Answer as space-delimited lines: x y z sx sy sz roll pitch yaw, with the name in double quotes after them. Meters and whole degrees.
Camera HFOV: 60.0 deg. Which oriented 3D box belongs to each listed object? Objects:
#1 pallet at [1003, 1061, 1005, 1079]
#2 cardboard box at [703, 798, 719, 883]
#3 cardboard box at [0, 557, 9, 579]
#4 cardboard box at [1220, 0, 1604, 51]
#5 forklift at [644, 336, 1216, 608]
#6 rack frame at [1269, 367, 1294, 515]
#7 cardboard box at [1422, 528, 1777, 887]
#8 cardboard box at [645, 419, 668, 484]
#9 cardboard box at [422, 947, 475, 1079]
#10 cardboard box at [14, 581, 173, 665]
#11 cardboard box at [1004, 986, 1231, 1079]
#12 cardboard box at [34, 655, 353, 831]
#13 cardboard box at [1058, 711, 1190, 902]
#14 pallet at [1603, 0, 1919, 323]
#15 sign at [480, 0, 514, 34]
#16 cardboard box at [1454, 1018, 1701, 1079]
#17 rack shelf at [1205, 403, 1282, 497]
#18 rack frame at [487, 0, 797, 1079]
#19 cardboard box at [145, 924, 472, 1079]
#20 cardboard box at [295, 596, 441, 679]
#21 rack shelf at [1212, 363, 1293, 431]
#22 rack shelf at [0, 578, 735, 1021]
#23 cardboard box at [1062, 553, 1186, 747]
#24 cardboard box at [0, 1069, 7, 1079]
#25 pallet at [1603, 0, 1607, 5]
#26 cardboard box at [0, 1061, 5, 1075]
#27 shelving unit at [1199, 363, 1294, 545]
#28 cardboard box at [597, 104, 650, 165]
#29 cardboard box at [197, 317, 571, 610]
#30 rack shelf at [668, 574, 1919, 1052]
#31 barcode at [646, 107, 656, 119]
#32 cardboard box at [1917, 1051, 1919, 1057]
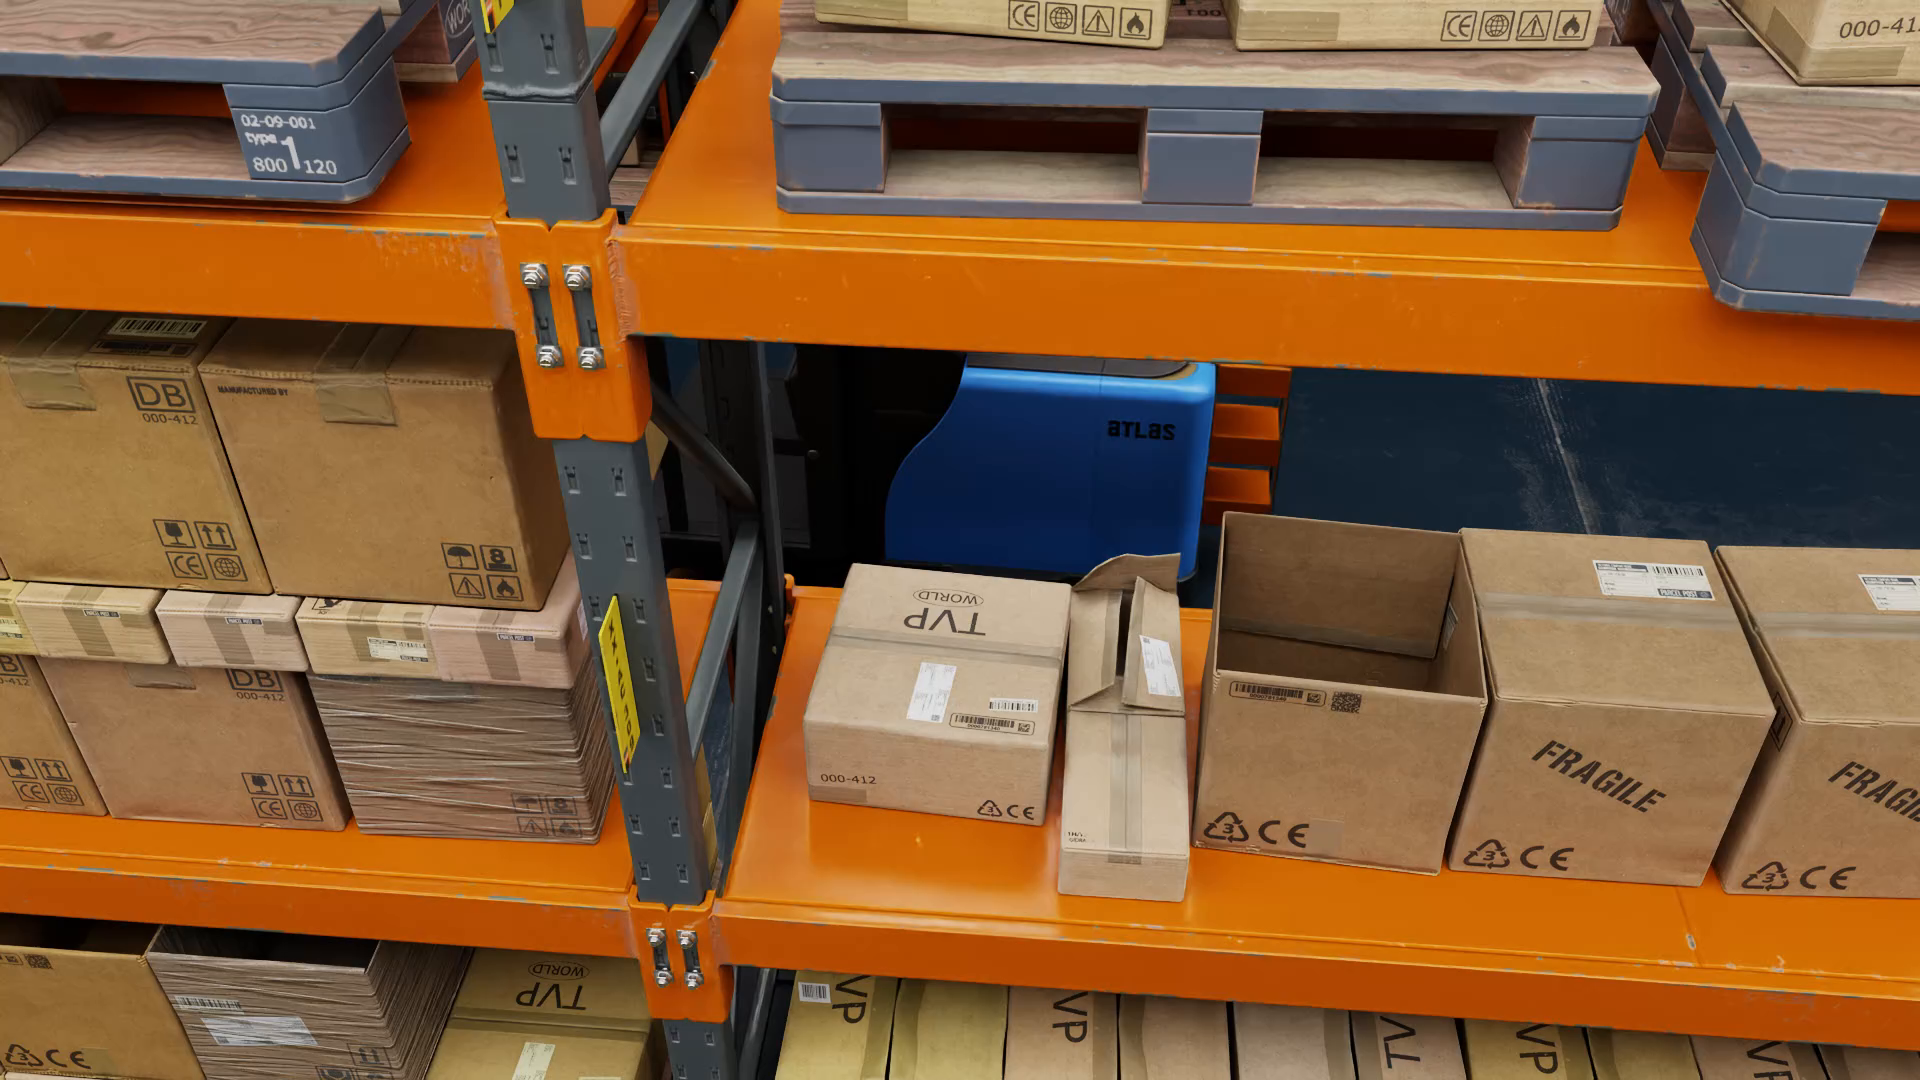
0.208 1.363 4.408 1.213 0.211 1.003 3 39 4 "pallet"
-0.965 0.953 4.548 0.500 0.250 0.500 3 39 4 "cardboard box"
-1.975 -0.351 3.198 0.500 0.500 0.700 3 39 4 "cardboard box"
0.631 -0.935 2.432 0.500 0.250 0.500 0 39 -1 "cardboard box"
-0.642 -1.186 5.385 3.031 2.935 1.130 4 39 5 "forklift"
1.112 -0.324 5.816 0.008 1.050 0.200 4 39 5 "rack frame"
1.258 0.335 3.383 0.500 0.500 0.500 3 39 4 "cardboard box"
-0.781 -0.161 3.479 0.250 0.149 0.380 3 39 4 "cardboard box"
-1.508 1.248 4.186 0.500 0.250 0.500 3 39 4 "cardboard box"
-1.588 0.054 3.214 0.250 0.149 0.380 3 39 4 "cardboard box"
0.359 1.162 3.848 0.500 0.311 0.500 3 39 3 "cardboard box"
-1.498 0.182 3.571 0.500 0.500 0.700 3 39 3 "cardboard box"
0.336 0.540 3.409 0.250 0.149 0.380 3 39 4 "cardboard box"
1.657 -0.646 2.441 1.213 0.211 1.003 5 39 6 "pallet"
-0.576 -0.780 1.983 0.005 0.325 0.100 3 39 4 "sign"
1.392 1.214 3.784 0.500 0.311 0.500 4 39 5 "cardboard box"
0.991 -0.325 5.834 0.240 0.259 0.215 4 39 5 "rack shelf"
-0.530 0.266 3.547 0.127 3.000 1.000 3 39 4 "rack frame"
-1.508 0.956 3.951 0.500 0.500 0.500 3 39 4 "cardboard box"
-1.065 0.081 3.182 0.250 0.149 0.380 2 39 3 "cardboard box"
0.991 -0.545 5.655 0.240 0.259 0.215 4 39 5 "rack shelf"
-2.522 0.436 3.908 4.000 0.370 1.077 3 39 4 "rack shelf"
0.362 0.250 3.673 0.258 0.266 0.396 2 39 3 "cardboard box"
-2.505 1.203 4.241 0.500 0.250 0.500 3 39 4 "cardboard box"
3.160 -2.529 7.133 1.003 0.211 1.213 3 39 4 "pallet"
-2.505 0.913 4.004 0.500 0.500 0.500 3 39 4 "cardboard box"
0.991 -0.333 5.827 0.252 1.050 0.215 4 39 5 "shelving unit"
-1.698 -2.015 8.259 0.250 0.149 0.380 0 39 0 "cardboard box"
-0.972 -0.296 3.131 0.500 0.500 0.700 3 39 4 "cardboard box"
1.463 0.654 3.641 4.000 0.370 1.077 3 39 4 "rack shelf"
-1.557 -2.139 8.323 0.075 0.075 0.001 3 39 4 "barcode"
2.394 1.272 3.713 0.500 0.311 0.500 3 39 3 "cardboard box"
